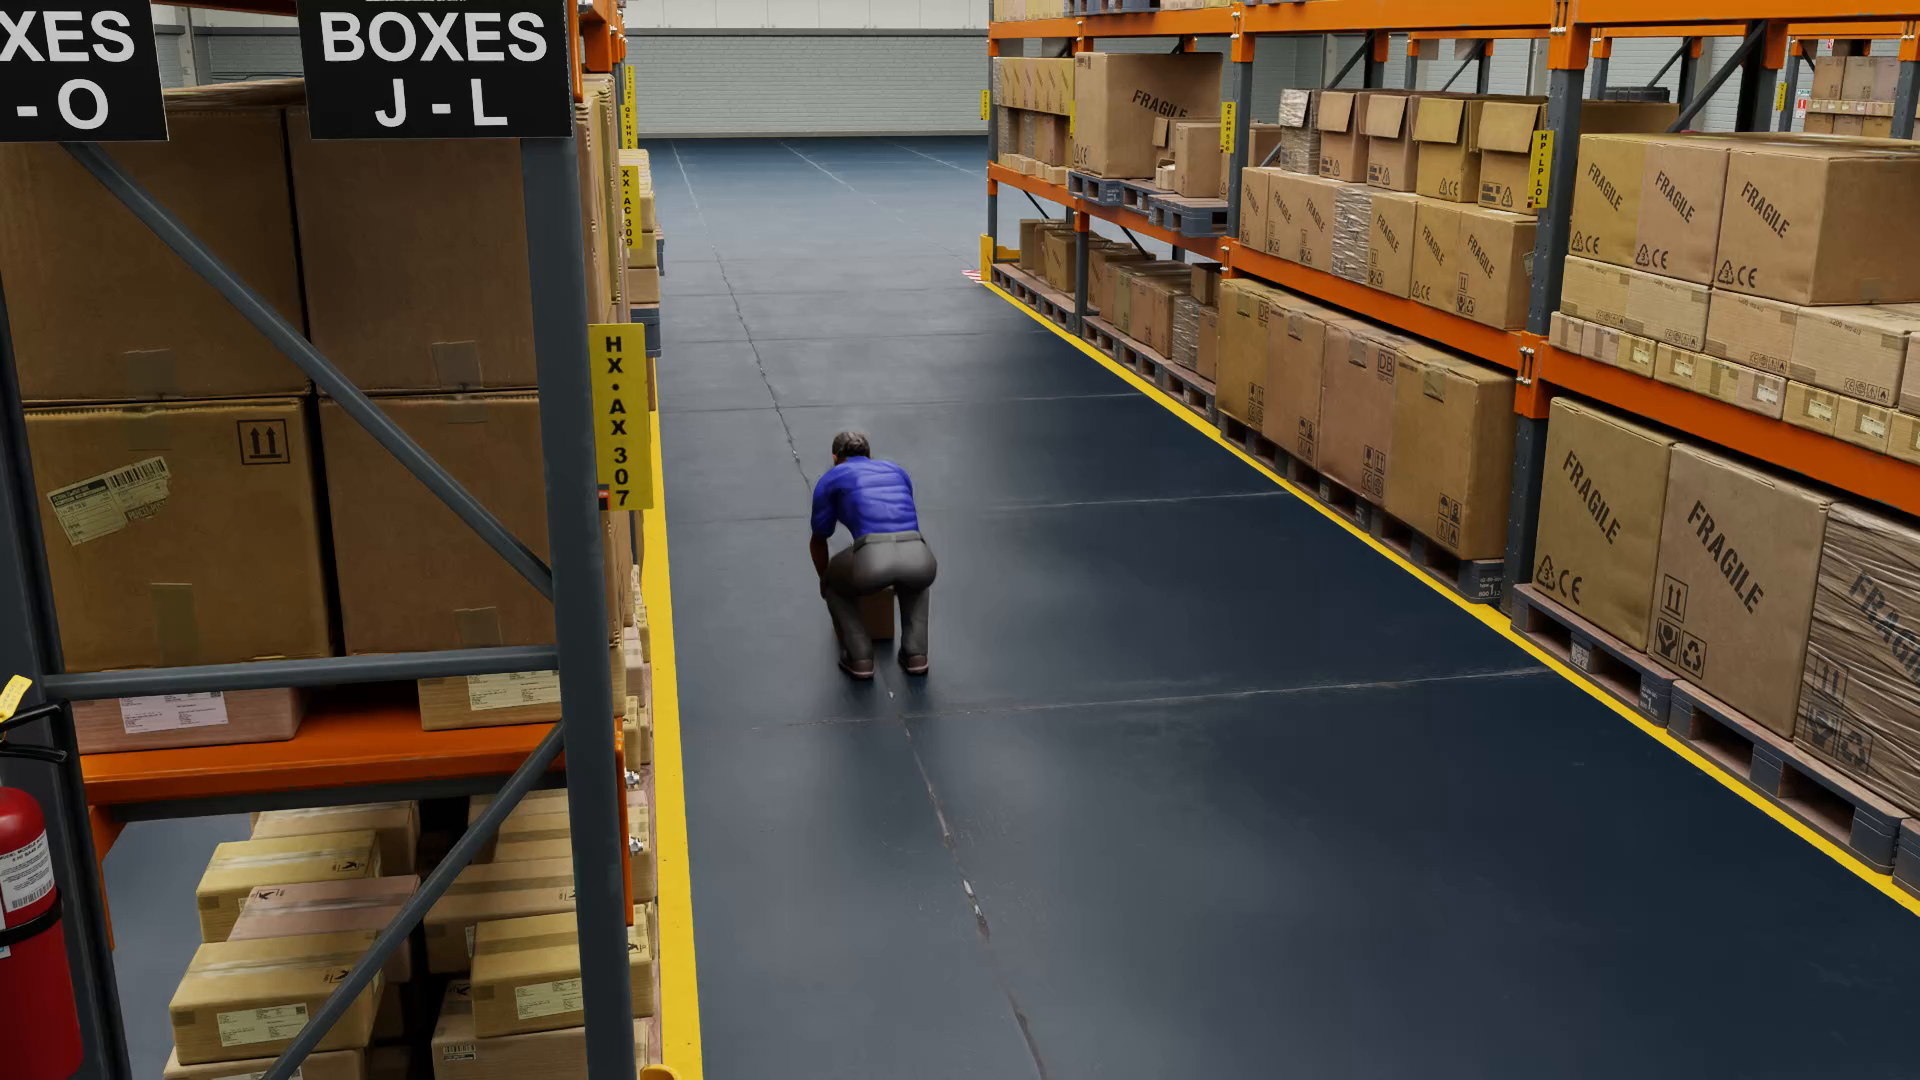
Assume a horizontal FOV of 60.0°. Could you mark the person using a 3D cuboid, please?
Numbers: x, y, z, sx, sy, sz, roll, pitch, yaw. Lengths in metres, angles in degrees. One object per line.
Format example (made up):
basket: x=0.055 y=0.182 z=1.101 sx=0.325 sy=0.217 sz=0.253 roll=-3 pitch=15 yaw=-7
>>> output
person: x=-0.371 y=0.064 z=7.082 sx=0.487 sy=0.954 sz=0.789 roll=-4 pitch=17 yaw=-13
